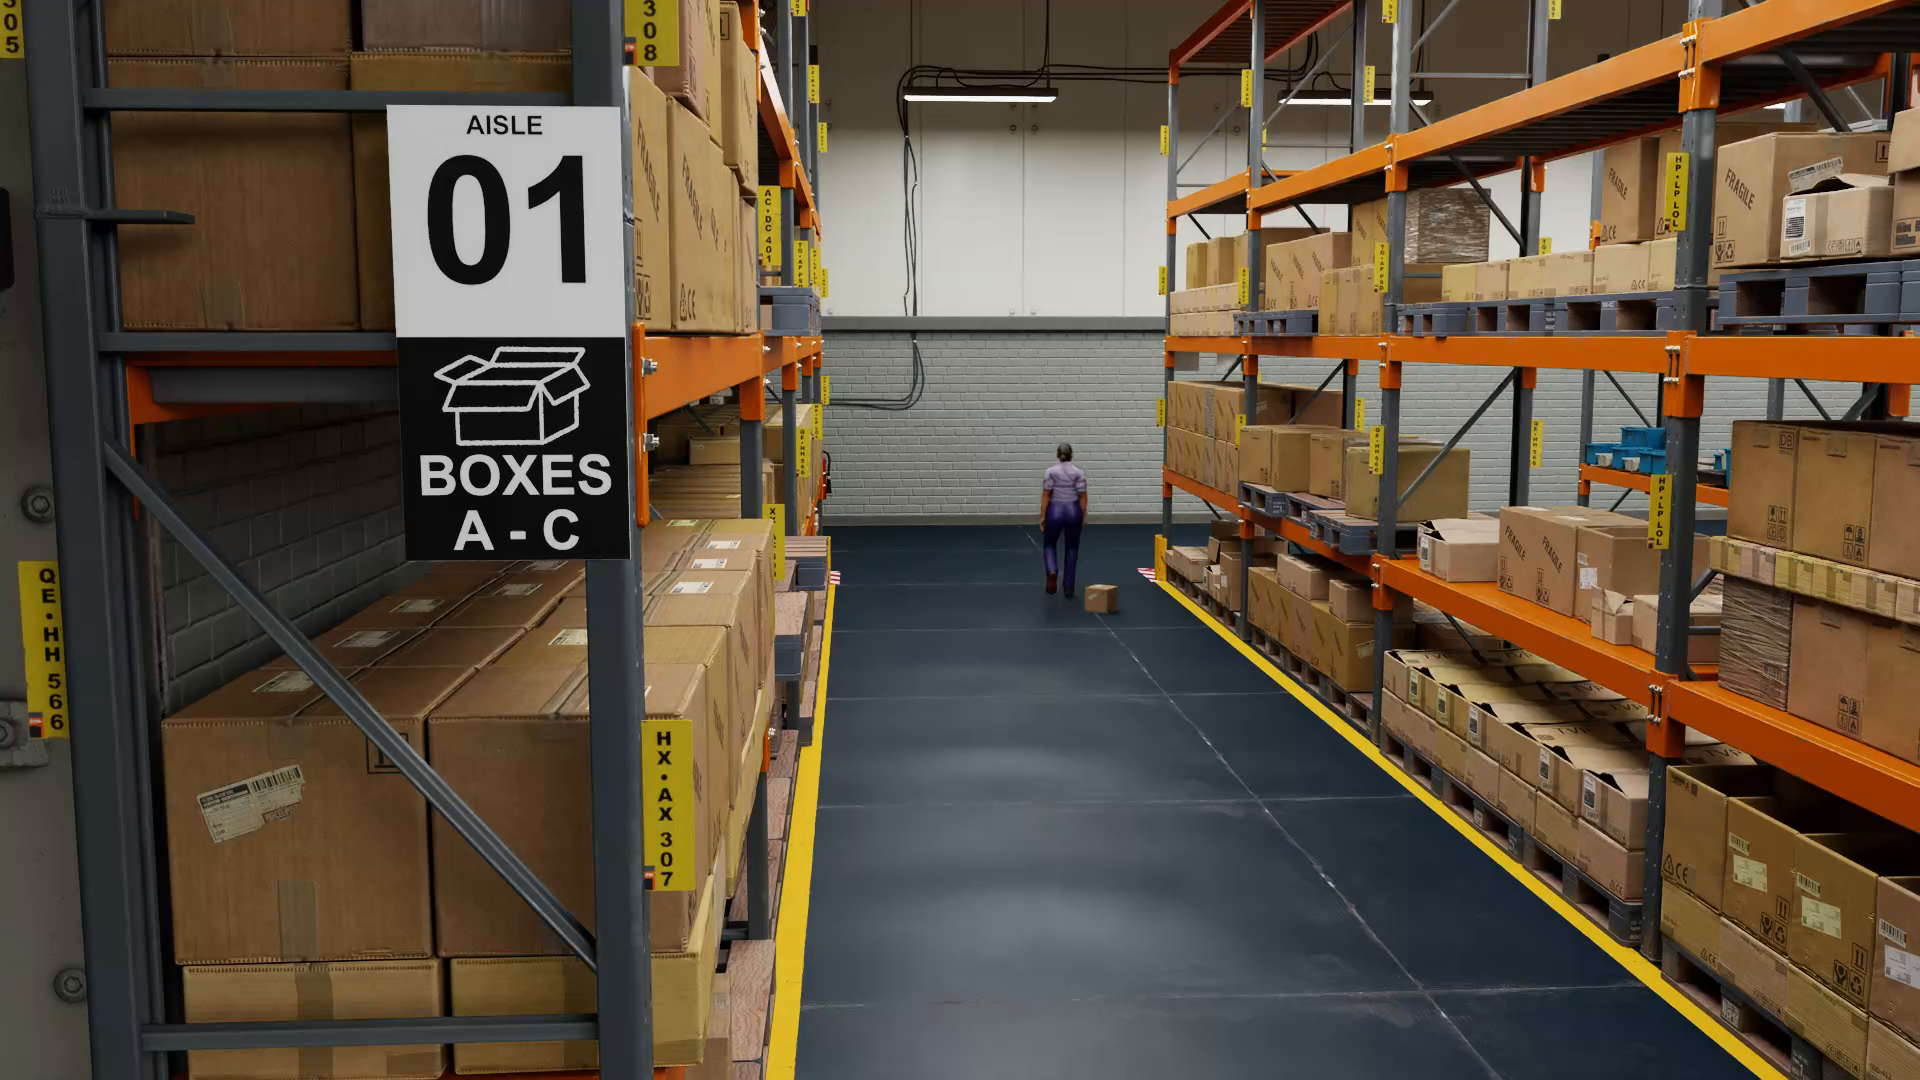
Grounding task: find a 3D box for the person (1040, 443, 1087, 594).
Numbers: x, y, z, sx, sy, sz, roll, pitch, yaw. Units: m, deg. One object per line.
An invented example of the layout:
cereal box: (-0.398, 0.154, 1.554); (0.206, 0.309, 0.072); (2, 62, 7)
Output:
person: (1.123, -0.234, 18.015); (0.510, 1.648, 0.458); (1, 7, 6)
